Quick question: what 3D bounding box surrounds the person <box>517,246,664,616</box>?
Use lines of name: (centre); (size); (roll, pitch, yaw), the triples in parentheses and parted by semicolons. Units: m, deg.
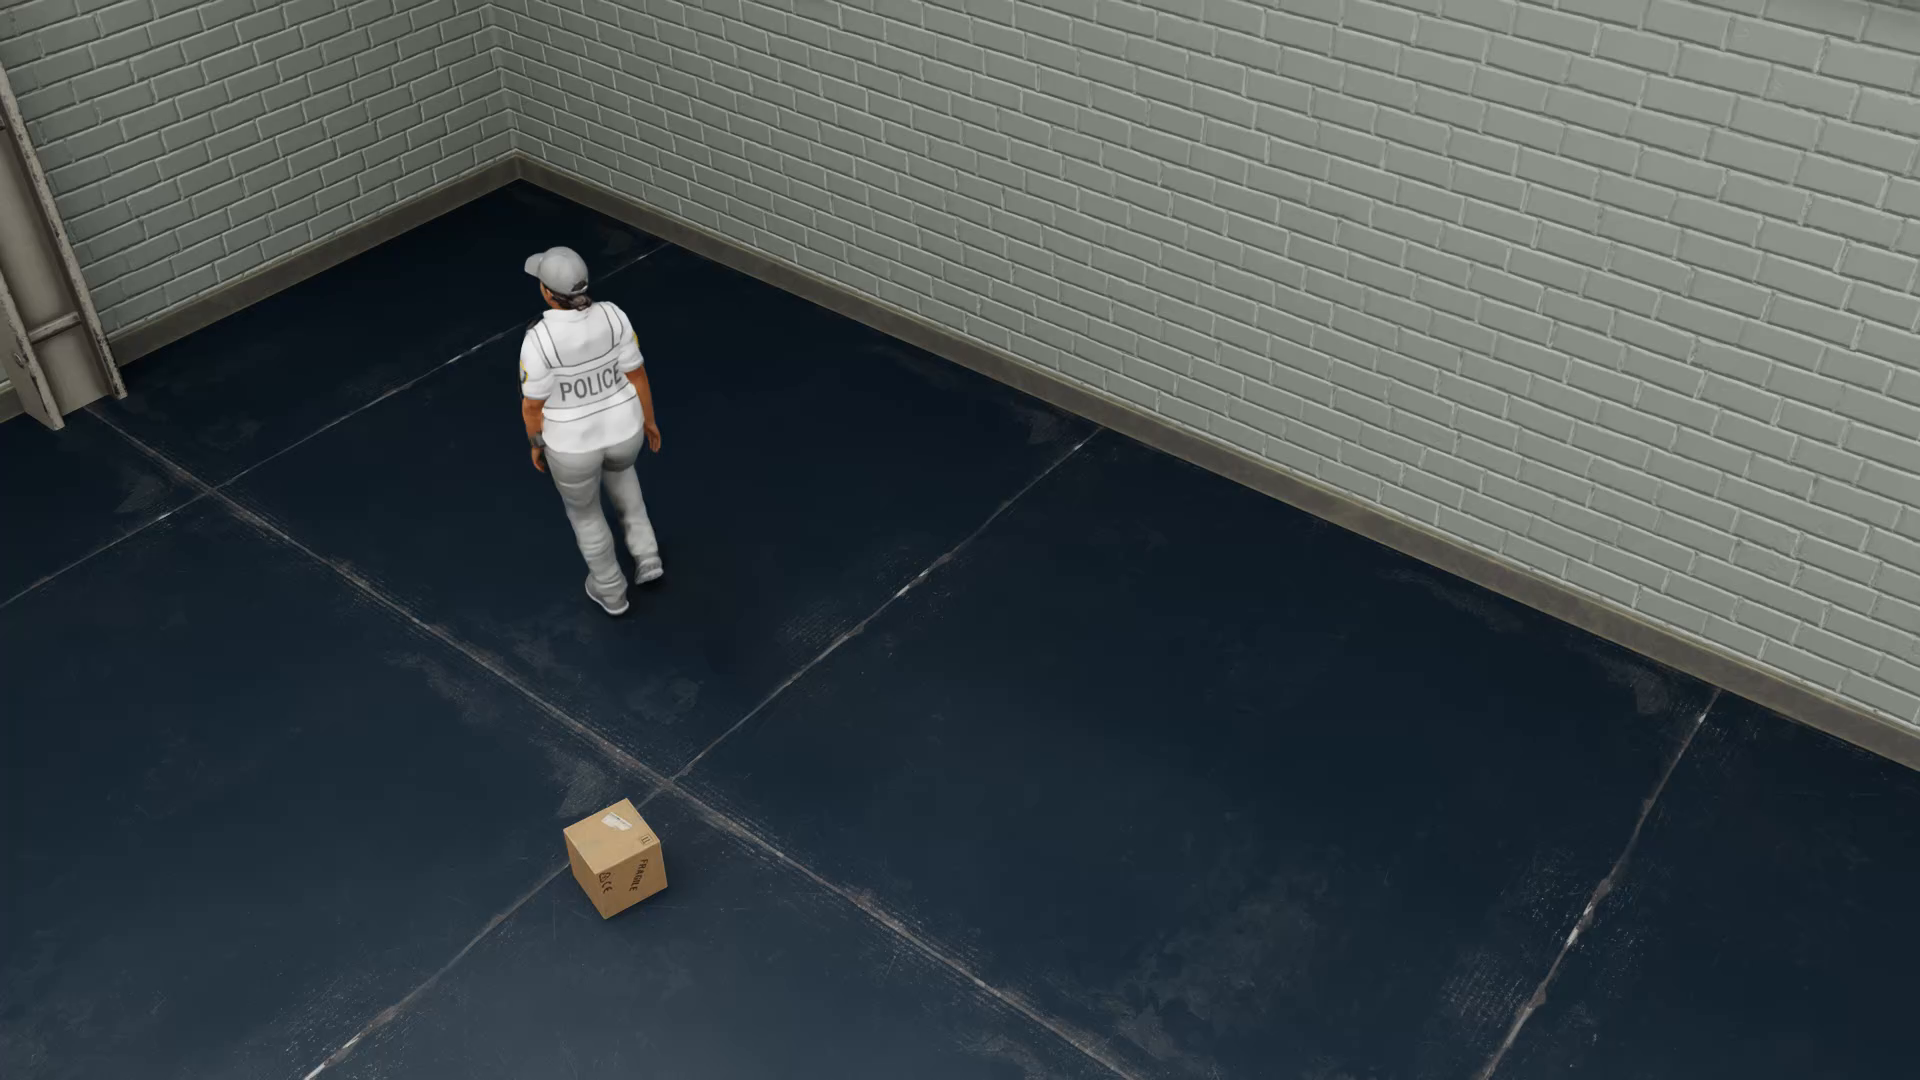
person: (-1.489, -0.432, 6.657); (0.512, 1.681, 0.451); (-27, 46, -29)
